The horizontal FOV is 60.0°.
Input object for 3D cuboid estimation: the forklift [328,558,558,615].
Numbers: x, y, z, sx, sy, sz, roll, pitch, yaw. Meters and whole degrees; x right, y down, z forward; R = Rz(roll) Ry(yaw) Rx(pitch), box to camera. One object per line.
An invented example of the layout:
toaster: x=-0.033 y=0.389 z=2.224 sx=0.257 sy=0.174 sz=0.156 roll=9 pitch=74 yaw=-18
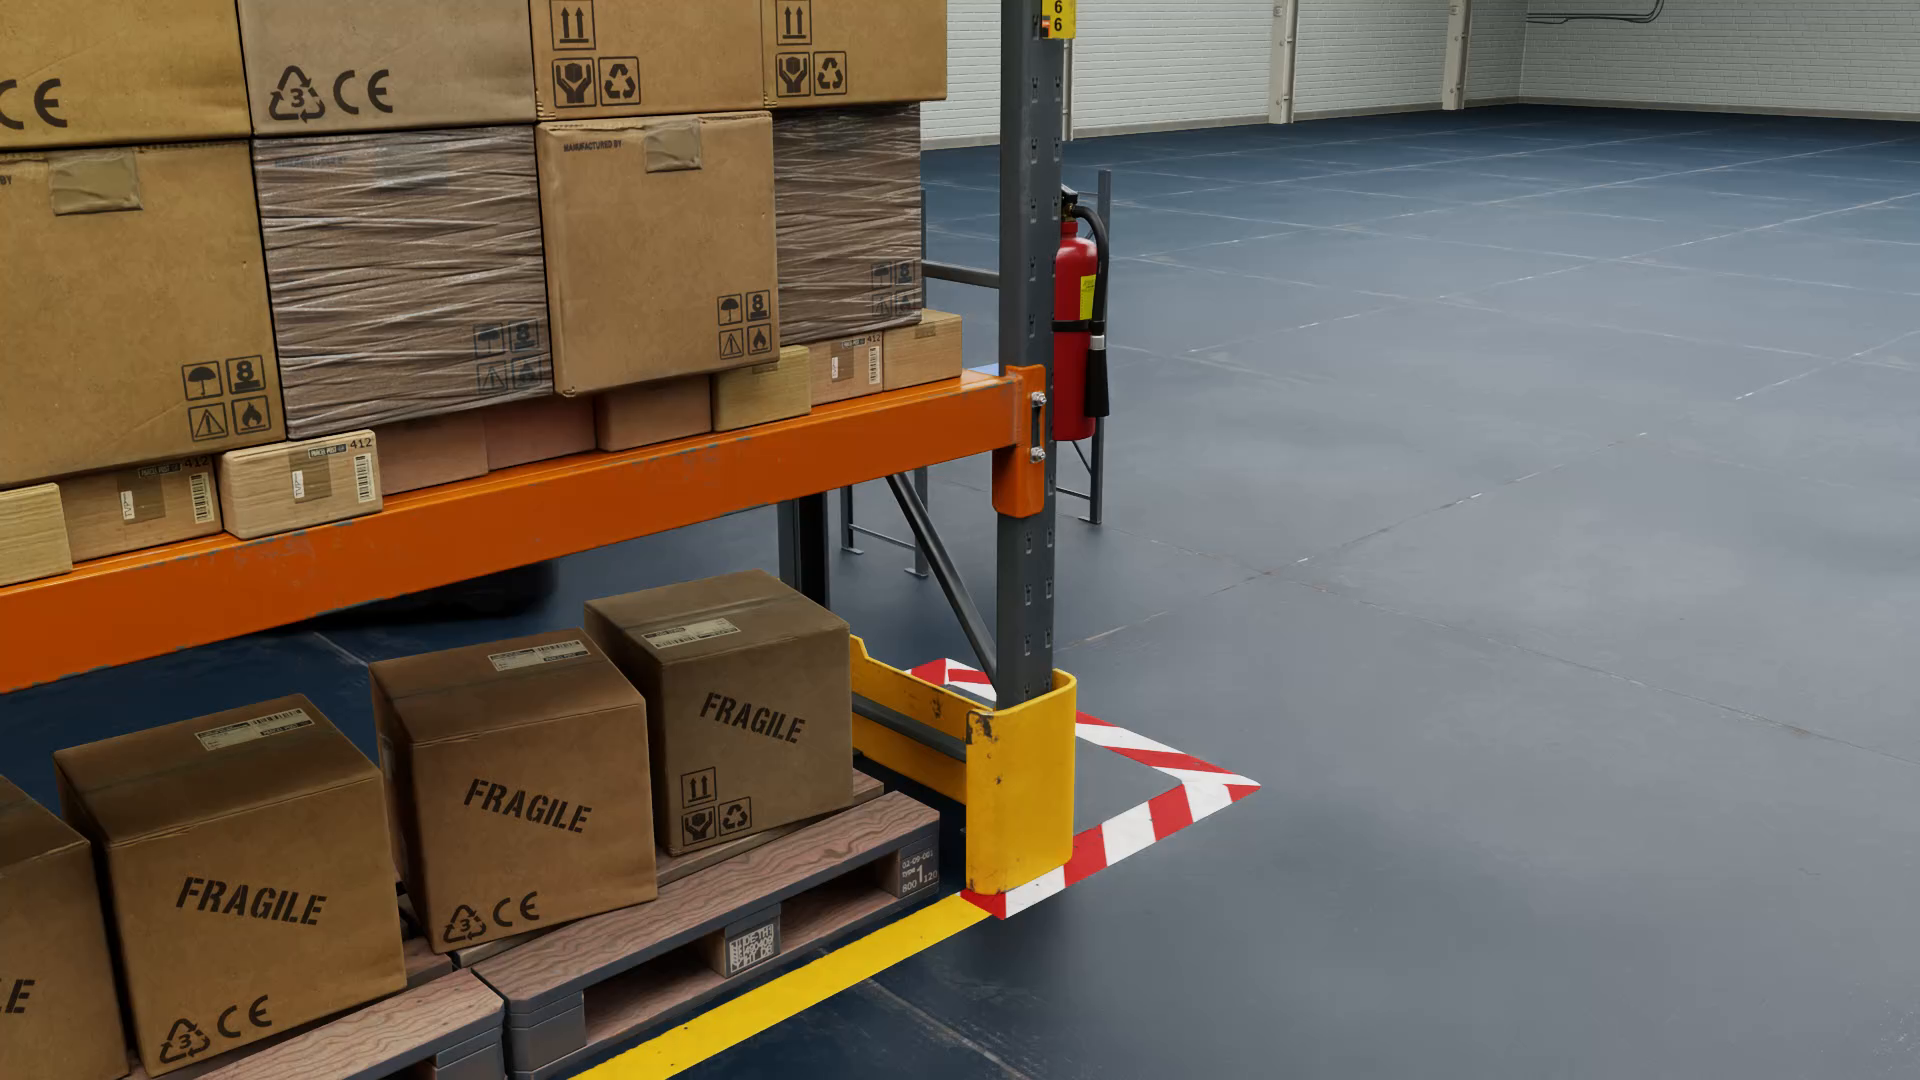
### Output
forklift: x=-3.077 y=-1.179 z=5.869 sx=3.031 sy=2.935 sz=1.130 roll=-4 pitch=18 yaw=-11

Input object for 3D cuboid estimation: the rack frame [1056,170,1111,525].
rack frame: x=0.431 y=-0.839 z=7.141 sx=0.032 sy=1.500 sz=0.500 roll=-16 pitch=24 yaw=-41

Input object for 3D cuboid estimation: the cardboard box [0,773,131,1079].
cardboard box: x=-1.926 y=0.786 z=3.068 sx=0.500 sy=0.500 sz=0.500 roll=15 pitch=23 yaw=39

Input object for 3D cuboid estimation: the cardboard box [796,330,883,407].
cardboard box: x=-0.394 y=-0.423 z=3.835 sx=0.250 sy=0.149 sz=0.380 roll=-16 pitch=24 yaw=-41

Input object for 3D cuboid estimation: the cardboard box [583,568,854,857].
cardboard box: x=-0.611 y=0.415 z=4.212 sx=0.500 sy=0.500 sz=0.500 roll=-11 pitch=21 yaw=-31

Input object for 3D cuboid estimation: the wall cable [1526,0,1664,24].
wall cable: x=13.355 y=-12.151 z=34.905 sx=0.112 sy=2.526 sz=3.097 roll=-16 pitch=24 yaw=-41

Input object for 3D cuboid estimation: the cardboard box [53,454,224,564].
cardboard box: x=-1.459 y=-0.098 z=2.829 sx=0.250 sy=0.149 sz=0.380 roll=-16 pitch=24 yaw=-41

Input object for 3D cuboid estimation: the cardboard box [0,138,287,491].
cardboard box: x=-1.610 y=-0.449 z=2.861 sx=0.500 sy=0.500 sz=0.875 roll=-16 pitch=24 yaw=-41

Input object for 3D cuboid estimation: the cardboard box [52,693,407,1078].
cardboard box: x=-1.490 y=0.678 z=3.402 sx=0.500 sy=0.500 sz=0.500 roll=-14 pitch=22 yaw=-36

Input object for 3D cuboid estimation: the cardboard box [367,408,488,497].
cardboard box: x=-1.108 y=-0.208 z=3.169 sx=0.250 sy=0.149 sz=0.380 roll=-16 pitch=24 yaw=-41

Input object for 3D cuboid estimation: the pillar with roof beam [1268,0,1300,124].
pillar with roof beam: x=8.903 y=-11.064 z=26.518 sx=0.400 sy=9.000 sz=9.100 roll=-16 pitch=24 yaw=-41

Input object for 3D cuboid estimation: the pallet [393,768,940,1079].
pallet: x=-0.816 y=0.804 z=4.162 sx=1.213 sy=0.211 sz=1.003 roll=-16 pitch=24 yaw=-41

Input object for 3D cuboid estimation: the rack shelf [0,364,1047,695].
rack shelf: x=-1.599 y=0.064 z=3.092 sx=4.000 sy=0.370 sz=1.077 roll=-16 pitch=24 yaw=-41

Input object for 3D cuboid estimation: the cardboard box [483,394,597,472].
cardboard box: x=-0.942 y=-0.266 z=3.348 sx=0.250 sy=0.149 sz=0.380 roll=-16 pitch=24 yaw=-41

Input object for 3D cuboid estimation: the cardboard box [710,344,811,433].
cardboard box: x=-0.540 y=-0.359 z=3.636 sx=0.250 sy=0.149 sz=0.380 roll=-16 pitch=24 yaw=-41

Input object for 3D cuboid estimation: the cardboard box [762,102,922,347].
cardboard box: x=-0.565 y=-0.781 z=3.886 sx=0.500 sy=0.500 sz=0.875 roll=-16 pitch=24 yaw=-41

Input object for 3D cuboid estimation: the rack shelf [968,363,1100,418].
rack shelf: x=0.062 y=-0.560 z=6.865 sx=1.000 sy=0.185 sz=0.538 roll=-16 pitch=24 yaw=-41

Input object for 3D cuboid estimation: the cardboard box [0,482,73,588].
cardboard box: x=-1.609 y=-0.034 z=2.634 sx=0.250 sy=0.149 sz=0.380 roll=-16 pitch=24 yaw=-41

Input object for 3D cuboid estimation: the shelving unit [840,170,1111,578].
shelving unit: x=0.062 y=-0.732 z=6.809 sx=1.048 sy=1.500 sz=0.538 roll=-16 pitch=24 yaw=-41

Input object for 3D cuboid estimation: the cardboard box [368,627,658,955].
cardboard box: x=-1.022 y=0.550 z=3.798 sx=0.500 sy=0.500 sz=0.500 roll=-9 pitch=20 yaw=-27

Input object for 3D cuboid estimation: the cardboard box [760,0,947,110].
cardboard box: x=-0.376 y=-1.195 z=3.542 sx=0.500 sy=0.500 sz=0.500 roll=-16 pitch=24 yaw=-41

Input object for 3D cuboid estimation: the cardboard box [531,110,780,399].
cardboard box: x=-0.846 y=-0.648 z=3.476 sx=0.500 sy=0.500 sz=0.875 roll=-16 pitch=24 yaw=-41

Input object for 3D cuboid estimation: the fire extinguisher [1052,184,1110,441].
fire extinguisher: x=0.254 y=-0.587 z=4.056 sx=0.183 sy=0.674 sz=0.296 roll=-16 pitch=24 yaw=-41

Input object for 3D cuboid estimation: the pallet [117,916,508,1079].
pallet: x=-1.702 y=1.062 z=3.368 sx=1.213 sy=0.211 sz=1.003 roll=-16 pitch=24 yaw=-41

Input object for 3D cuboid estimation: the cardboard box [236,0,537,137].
cardboard box: x=-1.100 y=-0.983 z=2.886 sx=0.500 sy=0.500 sz=0.500 roll=-16 pitch=24 yaw=-41

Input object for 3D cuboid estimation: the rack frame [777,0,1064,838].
rack frame: x=-0.146 y=-0.702 z=4.288 sx=0.127 sy=3.000 sz=1.000 roll=-16 pitch=24 yaw=-41

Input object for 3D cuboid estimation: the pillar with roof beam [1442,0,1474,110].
pillar with roof beam: x=13.263 y=-12.335 z=30.440 sx=0.400 sy=9.000 sz=9.100 roll=-16 pitch=24 yaw=-41

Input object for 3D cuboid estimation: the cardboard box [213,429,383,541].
cardboard box: x=-1.229 y=-0.135 z=2.945 sx=0.250 sy=0.149 sz=0.380 roll=-16 pitch=24 yaw=-41

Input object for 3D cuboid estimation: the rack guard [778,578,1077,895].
rack guard: x=-0.201 y=0.503 z=4.624 sx=0.348 sy=0.500 sz=1.175 roll=-16 pitch=24 yaw=-41

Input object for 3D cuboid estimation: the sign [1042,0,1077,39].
sign: x=0.221 y=-1.275 z=3.664 sx=0.005 sy=0.325 sz=0.100 roll=-16 pitch=24 yaw=-41

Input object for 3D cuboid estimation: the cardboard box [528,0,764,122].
cardboard box: x=-0.735 y=-1.088 z=3.211 sx=0.500 sy=0.500 sz=0.500 roll=-16 pitch=24 yaw=-41

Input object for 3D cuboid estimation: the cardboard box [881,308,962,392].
cardboard box: x=-0.211 y=-0.476 z=3.998 sx=0.250 sy=0.149 sz=0.380 roll=-16 pitch=24 yaw=-41

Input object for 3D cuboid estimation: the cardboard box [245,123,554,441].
cardboard box: x=-1.239 y=-0.552 z=3.179 sx=0.500 sy=0.500 sz=0.875 roll=-16 pitch=24 yaw=-41

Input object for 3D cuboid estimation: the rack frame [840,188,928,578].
rack frame: x=-0.307 y=-0.624 z=6.477 sx=0.032 sy=1.500 sz=0.500 roll=-16 pitch=24 yaw=-41

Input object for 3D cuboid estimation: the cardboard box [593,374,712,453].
cardboard box: x=-0.732 y=-0.309 z=3.483 sx=0.250 sy=0.149 sz=0.380 roll=-16 pitch=24 yaw=-41

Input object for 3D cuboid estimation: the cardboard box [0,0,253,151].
cardboard box: x=-1.469 y=-0.878 z=2.565 sx=0.500 sy=0.500 sz=0.500 roll=-16 pitch=24 yaw=-41

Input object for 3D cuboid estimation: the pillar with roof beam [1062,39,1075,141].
pillar with roof beam: x=4.544 y=-9.792 z=22.597 sx=0.400 sy=9.000 sz=9.100 roll=-16 pitch=24 yaw=-41
